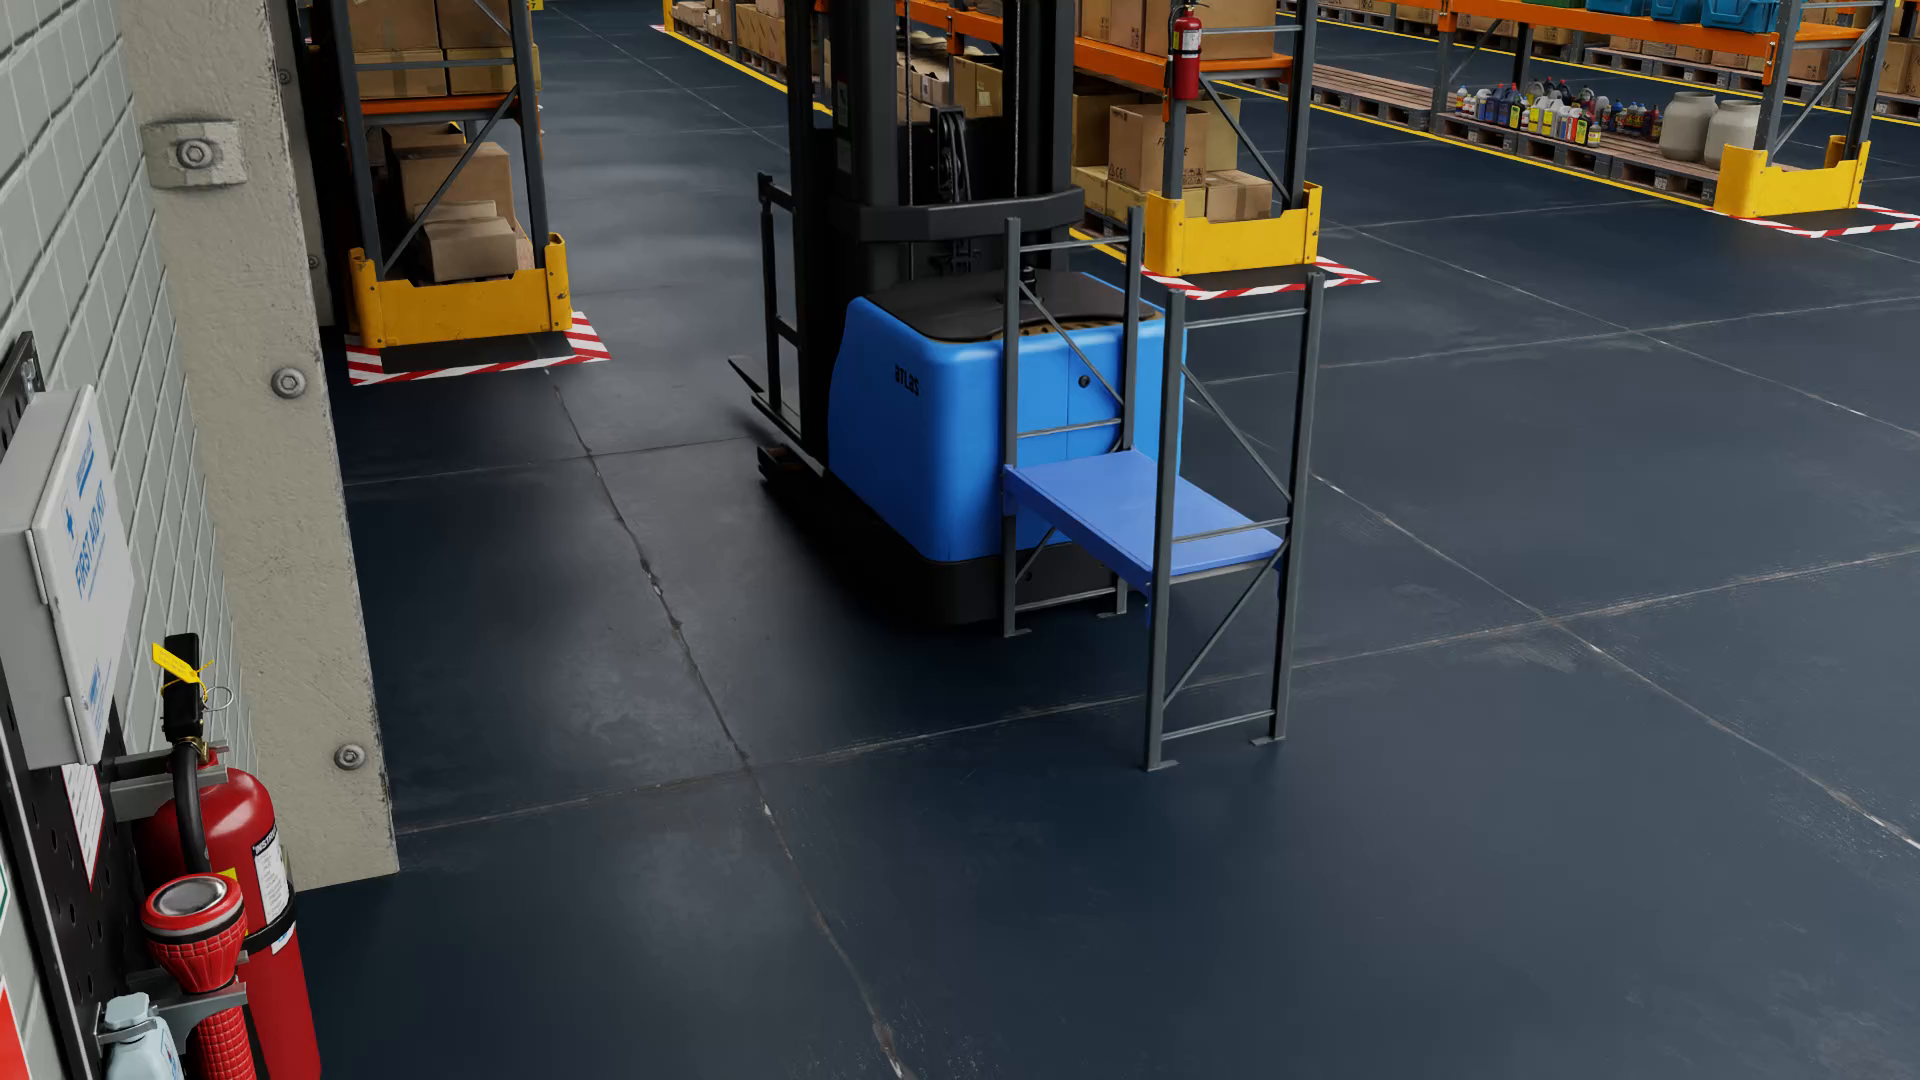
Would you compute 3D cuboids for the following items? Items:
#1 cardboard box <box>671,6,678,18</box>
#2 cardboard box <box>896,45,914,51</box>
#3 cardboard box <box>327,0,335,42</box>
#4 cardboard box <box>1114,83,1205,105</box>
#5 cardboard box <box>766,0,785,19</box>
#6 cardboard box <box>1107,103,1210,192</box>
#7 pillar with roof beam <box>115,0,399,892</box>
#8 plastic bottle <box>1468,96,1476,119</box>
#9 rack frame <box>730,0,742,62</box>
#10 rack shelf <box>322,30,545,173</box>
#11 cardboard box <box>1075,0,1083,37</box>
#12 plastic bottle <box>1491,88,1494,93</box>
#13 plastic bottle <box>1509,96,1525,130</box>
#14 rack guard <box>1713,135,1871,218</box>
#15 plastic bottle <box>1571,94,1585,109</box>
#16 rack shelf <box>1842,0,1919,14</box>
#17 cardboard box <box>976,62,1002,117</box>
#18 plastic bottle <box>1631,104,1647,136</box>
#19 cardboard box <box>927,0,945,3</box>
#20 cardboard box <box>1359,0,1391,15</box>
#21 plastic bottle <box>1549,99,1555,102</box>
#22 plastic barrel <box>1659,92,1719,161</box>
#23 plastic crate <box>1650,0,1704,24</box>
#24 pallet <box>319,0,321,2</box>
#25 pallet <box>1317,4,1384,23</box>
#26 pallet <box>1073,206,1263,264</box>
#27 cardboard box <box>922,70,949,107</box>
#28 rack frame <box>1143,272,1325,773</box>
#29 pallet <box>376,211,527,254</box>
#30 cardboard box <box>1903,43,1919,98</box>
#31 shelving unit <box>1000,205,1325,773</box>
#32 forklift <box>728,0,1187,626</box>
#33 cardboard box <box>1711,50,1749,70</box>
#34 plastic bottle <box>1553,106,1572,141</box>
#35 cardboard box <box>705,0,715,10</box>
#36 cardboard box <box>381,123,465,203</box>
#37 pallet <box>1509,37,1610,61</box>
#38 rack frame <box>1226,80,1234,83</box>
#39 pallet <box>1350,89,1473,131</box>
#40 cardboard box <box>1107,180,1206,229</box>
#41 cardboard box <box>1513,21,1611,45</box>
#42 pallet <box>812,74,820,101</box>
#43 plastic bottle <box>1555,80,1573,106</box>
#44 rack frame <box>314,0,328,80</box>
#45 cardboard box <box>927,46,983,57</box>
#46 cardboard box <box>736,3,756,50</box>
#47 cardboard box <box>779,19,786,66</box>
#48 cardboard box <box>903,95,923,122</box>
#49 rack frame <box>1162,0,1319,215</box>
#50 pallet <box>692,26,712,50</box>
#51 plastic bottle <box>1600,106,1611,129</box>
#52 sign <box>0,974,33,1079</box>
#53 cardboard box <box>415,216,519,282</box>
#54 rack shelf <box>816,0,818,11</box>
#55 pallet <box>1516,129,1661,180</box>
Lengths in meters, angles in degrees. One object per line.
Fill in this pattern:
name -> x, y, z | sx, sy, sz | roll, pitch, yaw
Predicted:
cardboard box -> -4.019, -7.746, 24.386 | 0.380, 0.149, 0.250 | -8, 24, -19
cardboard box -> -0.737, -4.728, 16.400 | 0.500, 0.311, 0.500 | -9, 24, -20
cardboard box -> -4.274, -3.755, 11.980 | 0.500, 0.250, 0.500 | -8, 24, -18
cardboard box -> 1.459, -3.101, 12.297 | 0.500, 0.500, 0.500 | -8, 24, -19
cardboard box -> -1.958, -6.244, 19.406 | 0.500, 0.250, 0.500 | -9, 24, -20
cardboard box -> 1.339, -2.669, 11.270 | 0.500, 0.500, 0.500 | -8, 24, -19
pillar with roof beam -> 2.265, -3.872, 4.368 | 9.100, 9.000, 0.400 | -8, 24, -19
plastic bottle -> 4.804, -4.038, 15.521 | 0.097, 0.201, 0.097 | 0, 23, 0
rack frame -> -2.432, -7.603, 20.943 | 1.000, 3.000, 0.127 | -8, 24, -19
rack shelf -> -3.532, -2.957, 10.846 | 1.077, 0.370, 4.000 | -8, 24, -19
cardboard box -> 1.105, -4.022, 12.319 | 0.700, 0.500, 0.500 | -8, 24, -17
plastic bottle -> 4.971, -4.050, 15.445 | 0.061, 0.283, 0.133 | -8, 24, -19
plastic bottle -> 5.012, -3.841, 14.948 | 0.061, 0.283, 0.133 | -7, 24, -17
rack guard -> 6.371, -2.790, 12.743 | 1.175, 0.500, 0.348 | -8, 24, -19
plastic bottle -> 5.622, -3.920, 15.137 | 0.061, 0.283, 0.133 | -8, 24, -19
rack shelf -> 10.369, -4.996, 15.683 | 1.077, 0.370, 4.000 | -8, 24, -19
cardboard box -> 0.449, -3.576, 13.423 | 0.500, 0.500, 0.500 | -8, 24, -19
plastic bottle -> 5.972, -3.692, 14.611 | 0.097, 0.271, 0.097 | 0, 23, 0
cardboard box -> -0.088, -4.928, 14.770 | 0.396, 0.266, 0.258 | -9, 24, -20
cardboard box -> 6.678, -8.426, 25.090 | 0.875, 0.875, 0.875 | -8, 24, -19
plastic bottle -> 5.273, -3.778, 14.809 | 0.152, 0.276, 0.135 | -8, 24, -19
plastic barrel -> 5.961, -3.379, 13.583 | 0.421, 0.512, 0.421 | 0, 23, 0
plastic crate -> 5.762, -4.230, 13.132 | 0.499, 0.251, 0.408 | -8, 24, -19
pallet -> -5.301, -5.136, 15.336 | 1.213, 0.211, 1.003 | -8, 24, -19
pallet -> 6.207, -8.407, 26.440 | 1.003, 0.211, 1.213 | -8, 24, -19
pallet -> 1.498, -2.230, 11.785 | 1.003, 0.211, 1.213 | -8, 24, -19
cardboard box -> -0.017, -3.989, 14.645 | 0.500, 0.311, 0.500 | -8, 24, -19
rack frame -> 0.795, -0.024, 4.892 | 0.500, 1.500, 0.032 | -10, 25, -22
pallet -> -3.534, -2.047, 11.351 | 1.003, 0.211, 1.213 | -8, 24, -19
cardboard box -> 9.976, -4.737, 16.822 | 0.500, 0.500, 0.500 | -1, 23, -2
shelving unit -> 0.586, -0.204, 5.320 | 0.538, 1.500, 1.048 | -10, 25, -22
forklift -> -0.242, -1.587, 6.759 | 1.130, 2.935, 3.031 | -10, 25, -22
cardboard box -> 9.117, -5.710, 19.103 | 0.700, 0.500, 0.500 | -11, 25, -24
plastic bottle -> 5.271, -3.621, 14.437 | 0.152, 0.276, 0.135 | -9, 24, -20
cardboard box -> -3.101, -7.337, 22.960 | 0.797, 0.503, 0.637 | -8, 24, -19
cardboard box -> -3.835, -2.694, 11.949 | 0.500, 0.500, 0.500 | -10, 25, -23
pallet -> 8.042, -6.519, 21.962 | 1.003, 0.211, 1.213 | -8, 24, -19
rack frame -> 3.616, -6.828, 19.104 | 1.000, 3.000, 0.127 | -8, 24, -19
pallet -> 4.716, -4.369, 16.861 | 1.003, 0.211, 1.213 | -8, 24, -19
cardboard box -> 1.341, -2.323, 11.416 | 0.500, 0.250, 0.500 | -8, 24, -19
cardboard box -> 8.026, -6.975, 21.649 | 1.225, 0.875, 0.875 | -10, 25, -21
pallet -> -1.247, -5.141, 18.692 | 1.003, 0.211, 1.213 | -8, 24, -19
plastic bottle -> 5.594, -4.092, 15.457 | 0.144, 0.351, 0.185 | -10, 25, -22
rack frame -> -7.065, -6.922, 19.327 | 1.000, 3.000, 0.127 | -8, 24, -19
cardboard box -> -0.063, -4.624, 16.152 | 0.500, 0.311, 0.500 | -8, 24, -18
cardboard box -> -2.489, -6.444, 20.846 | 0.500, 0.500, 0.500 | -9, 25, -21
cardboard box -> -1.752, -5.696, 19.070 | 0.500, 0.500, 0.500 | -9, 25, -21
cardboard box -> -0.201, -3.917, 15.198 | 0.500, 0.250, 0.500 | -9, 24, -20
rack frame -> 1.807, -3.242, 10.598 | 1.000, 3.000, 0.127 | -8, 24, -19
pallet -> -3.109, -7.011, 23.130 | 1.003, 0.211, 1.213 | -8, 24, -19
plastic bottle -> 5.829, -3.807, 14.974 | 0.097, 0.201, 0.097 | 0, 23, 0
sign -> -0.827, 0.585, 1.471 | 0.001, 0.329, 0.234 | -8, 24, -19
cardboard box -> -2.986, -1.789, 10.044 | 0.500, 0.311, 0.500 | -11, 25, -25
rack shelf -> -1.726, -6.544, 19.358 | 1.077, 0.370, 4.000 | -8, 24, -19
pallet -> 5.662, -3.395, 14.551 | 1.003, 0.211, 1.213 | -8, 24, -19
